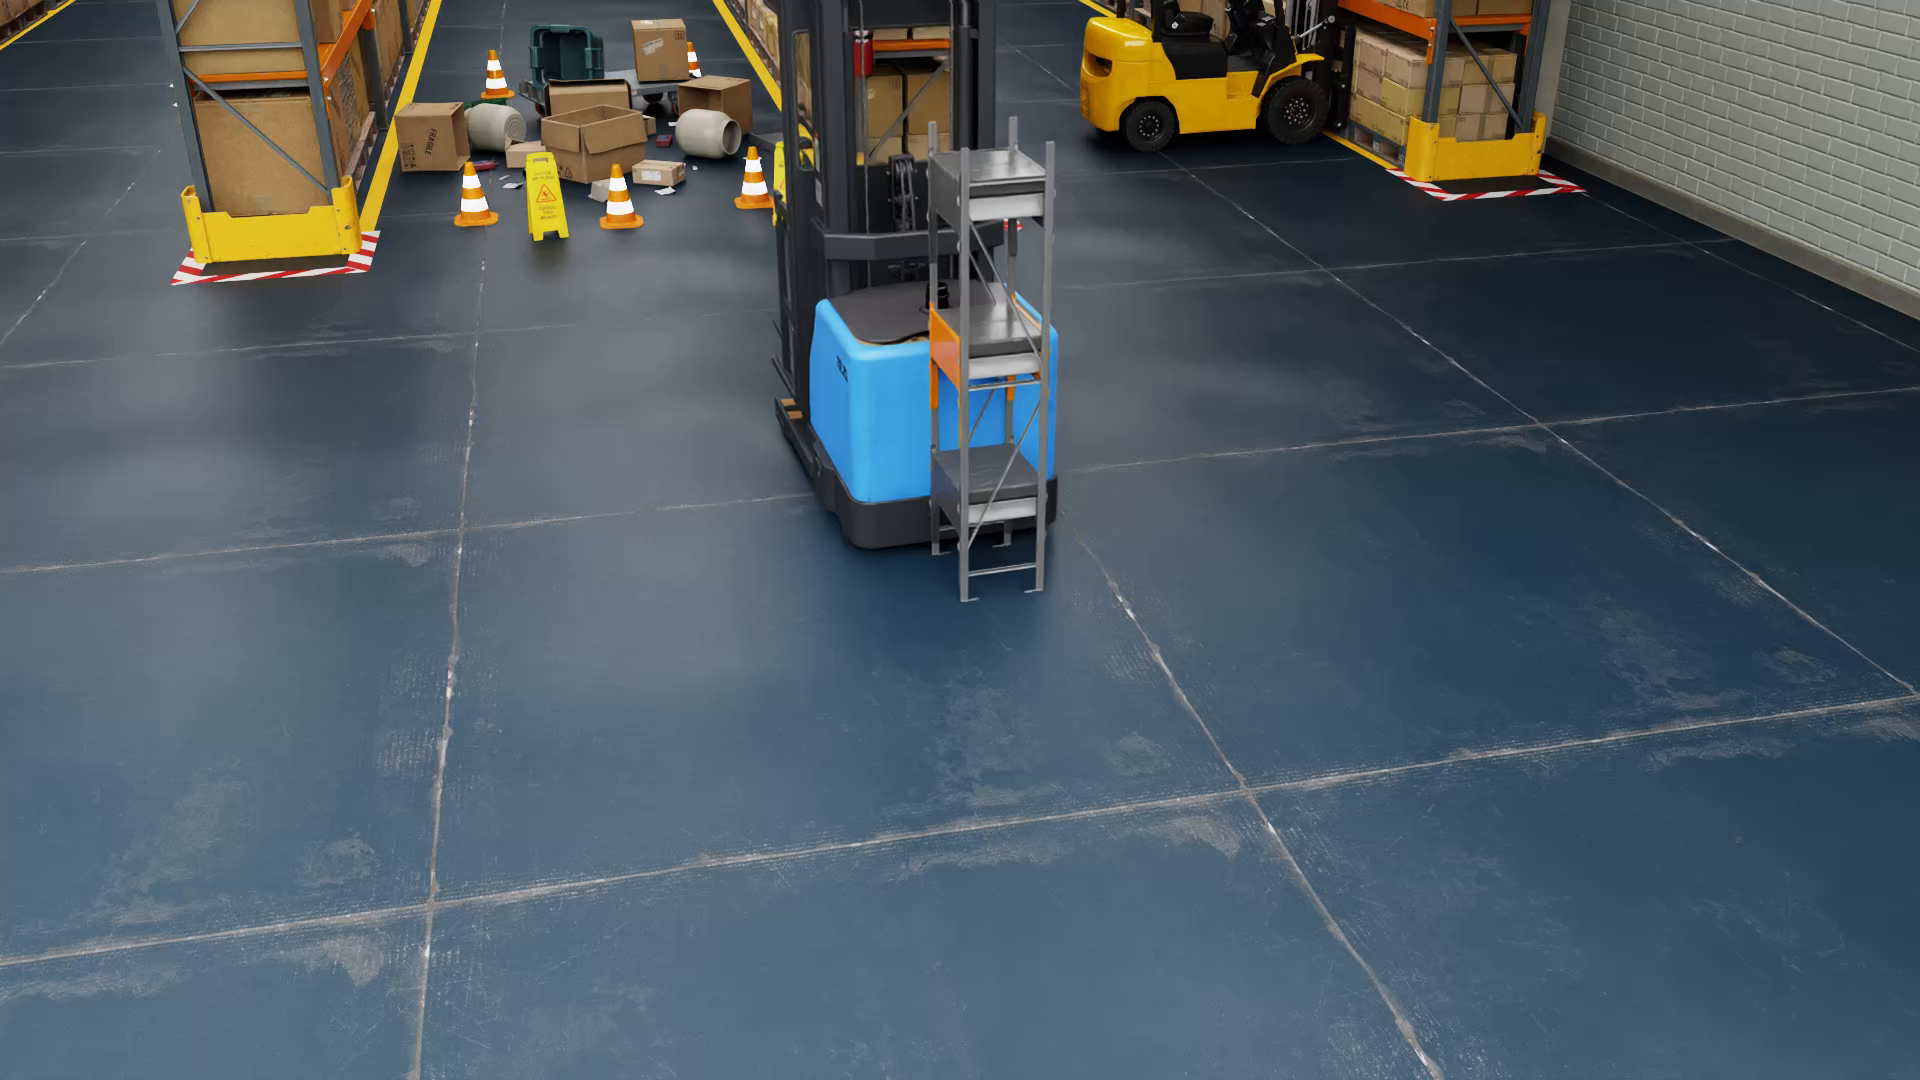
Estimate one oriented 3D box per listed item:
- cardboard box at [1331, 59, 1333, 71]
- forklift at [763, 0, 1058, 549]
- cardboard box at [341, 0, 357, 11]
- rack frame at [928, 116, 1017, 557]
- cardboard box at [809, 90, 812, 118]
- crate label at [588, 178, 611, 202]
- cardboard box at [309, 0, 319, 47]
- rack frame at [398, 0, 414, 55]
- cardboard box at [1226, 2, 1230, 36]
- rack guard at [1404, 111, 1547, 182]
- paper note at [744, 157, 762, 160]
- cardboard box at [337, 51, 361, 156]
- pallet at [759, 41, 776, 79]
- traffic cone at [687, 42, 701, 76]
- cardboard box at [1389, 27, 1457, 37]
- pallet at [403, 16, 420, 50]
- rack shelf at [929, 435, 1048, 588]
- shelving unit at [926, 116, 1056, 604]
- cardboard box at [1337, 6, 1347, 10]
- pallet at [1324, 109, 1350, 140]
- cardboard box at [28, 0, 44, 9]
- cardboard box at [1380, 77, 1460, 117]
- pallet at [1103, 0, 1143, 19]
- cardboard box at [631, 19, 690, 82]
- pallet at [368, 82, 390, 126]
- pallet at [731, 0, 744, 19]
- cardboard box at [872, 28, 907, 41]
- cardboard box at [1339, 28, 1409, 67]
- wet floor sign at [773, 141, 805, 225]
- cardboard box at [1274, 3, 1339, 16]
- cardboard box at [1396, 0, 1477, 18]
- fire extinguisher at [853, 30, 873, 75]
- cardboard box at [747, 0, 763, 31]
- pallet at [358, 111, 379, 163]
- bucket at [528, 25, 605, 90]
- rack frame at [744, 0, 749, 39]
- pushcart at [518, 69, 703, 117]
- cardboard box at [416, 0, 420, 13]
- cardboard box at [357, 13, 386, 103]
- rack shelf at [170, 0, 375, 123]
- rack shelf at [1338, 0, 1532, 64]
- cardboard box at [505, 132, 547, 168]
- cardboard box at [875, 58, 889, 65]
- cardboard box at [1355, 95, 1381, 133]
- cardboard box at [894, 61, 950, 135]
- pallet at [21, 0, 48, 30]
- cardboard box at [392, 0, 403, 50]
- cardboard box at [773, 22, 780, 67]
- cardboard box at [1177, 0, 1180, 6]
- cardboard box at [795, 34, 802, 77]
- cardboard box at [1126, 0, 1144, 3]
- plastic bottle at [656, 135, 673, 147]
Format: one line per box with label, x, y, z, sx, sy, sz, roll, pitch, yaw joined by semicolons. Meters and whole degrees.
cardboard box;3.733;-4.610;16.084;0.500;0.250;0.500;-6;27;-12
forklift;-0.427;-1.912;8.785;1.130;2.935;3.031;-8;28;-15
cardboard box;-5.800;-4.949;14.560;0.875;0.550;0.550;-6;27;-12
rack frame;0.057;-0.884;7.670;0.400;2.100;0.015;-8;28;-15
cardboard box;-1.118;-4.037;15.504;0.500;0.250;0.500;-6;27;-12
crate label;-2.936;-2.930;13.902;0.250;0.136;0.298;-23;35;-38
cardboard box;-5.412;-3.991;12.661;0.875;0.550;0.550;-6;27;-12
rack frame;-6.942;-7.038;18.865;1.000;3.000;0.127;-6;27;-12
cardboard box;3.466;-5.690;18.364;0.875;0.625;0.625;-5;27;-9
rack guard;4.501;-3.452;14.535;1.175;0.500;0.348;-6;27;-12
paper note;-1.876;-3.471;15.093;0.142;0.019;0.148;-16;31;-29
cardboard box;-5.760;-3.842;14.426;0.875;0.875;0.875;-6;27;-11
pallet;-1.696;-5.462;18.838;1.003;0.211;1.213;-6;27;-12
traffic cone;-2.884;-5.099;17.838;0.336;0.463;0.334;-6;27;-12
cardboard box;4.353;-4.655;15.619;0.500;0.250;0.500;-6;27;-12
pallet;-7.117;-6.136;20.173;1.003;0.211;1.213;-6;27;-12
rack shelf;0.126;-0.141;7.783;0.431;0.518;0.480;-8;28;-15
shelving unit;0.126;-0.778;7.462;0.431;2.100;0.503;-8;28;-15
cardboard box;4.023;-5.324;16.945;0.500;0.250;0.500;-6;27;-12
pallet;4.011;-4.200;16.337;1.003;0.211;1.213;-6;27;-12
cardboard box;-12.535;-7.295;21.266;1.225;0.875;0.875;-6;27;-11
cardboard box;4.081;-3.944;14.765;0.500;0.250;0.500;-6;27;-12
pallet;2.561;-7.177;22.236;1.003;0.211;1.213;-6;27;-12
cardboard box;-2.968;-4.857;16.478;0.500;0.500;0.500;-6;27;-12
pallet;-6.288;-4.368;16.670;1.003;0.211;1.213;-6;27;-12
pallet;-2.518;-7.228;22.337;1.003;0.211;1.213;-6;27;-12
cardboard box;-0.632;-4.103;13.330;0.380;0.149;0.250;-5;27;-10
cardboard box;3.844;-4.600;15.510;0.500;0.250;0.500;-6;27;-11
wet floor sign;-1.339;-2.830;13.141;0.267;0.644;0.232;3;27;6
cardboard box;3.503;-5.271;16.841;0.500;0.250;0.500;-6;27;-12
cardboard box;4.129;-4.813;14.345;0.500;0.500;0.500;-7;28;-13
fire extinguisher;-0.763;-3.941;12.816;0.296;0.674;0.183;-6;27;-12
cardboard box;-2.025;-6.350;19.953;0.950;0.372;0.625;-8;28;-15
pallet;-5.946;-3.695;15.337;1.003;0.211;1.213;-6;27;-12
bucket;-3.764;-4.674;16.127;0.726;0.611;0.620;3;17;6
rack frame;-2.142;-7.585;19.949;1.000;3.000;0.127;-6;27;-12
pushcart;-3.451;-4.405;16.558;1.648;0.377;0.936;-16;31;-29
cardboard box;-7.090;-6.891;20.882;0.500;0.500;0.500;-7;28;-13
cardboard box;-6.268;-4.729;16.320;1.050;0.750;0.750;-6;27;-12
rack shelf;-5.590;-4.083;13.809;1.077;0.370;4.000;-6;27;-12
rack shelf;4.045;-5.136;15.894;1.077;0.370;4.000;-6;27;-12
cardboard box;-3.859;-3.494;14.878;0.396;0.266;0.258;-1;27;-3
cardboard box;-0.895;-3.922;14.444;0.500;0.500;0.500;-5;27;-10
cardboard box;3.979;-3.932;15.297;0.500;0.250;0.500;-6;27;-12
cardboard box;-0.258;-3.760;14.124;0.500;0.500;0.500;-7;28;-13
pallet;-12.452;-6.759;21.406;1.003;0.211;1.213;-6;27;-12
cardboard box;-6.893;-5.945;18.730;1.050;0.750;0.750;-6;27;-12
cardboard box;-1.527;-5.389;18.048;0.950;0.372;0.625;-4;27;-8
cardboard box;2.975;-6.657;20.279;0.875;0.625;0.625;-5;27;-10
cardboard box;-1.371;-4.837;16.258;0.500;0.500;0.500;-5;27;-9
cardboard box;2.388;-7.326;21.744;0.500;0.500;0.500;-5;27;-10
plastic bottle;-2.777;-3.760;15.632;0.133;0.061;0.283;-1;27;-3
